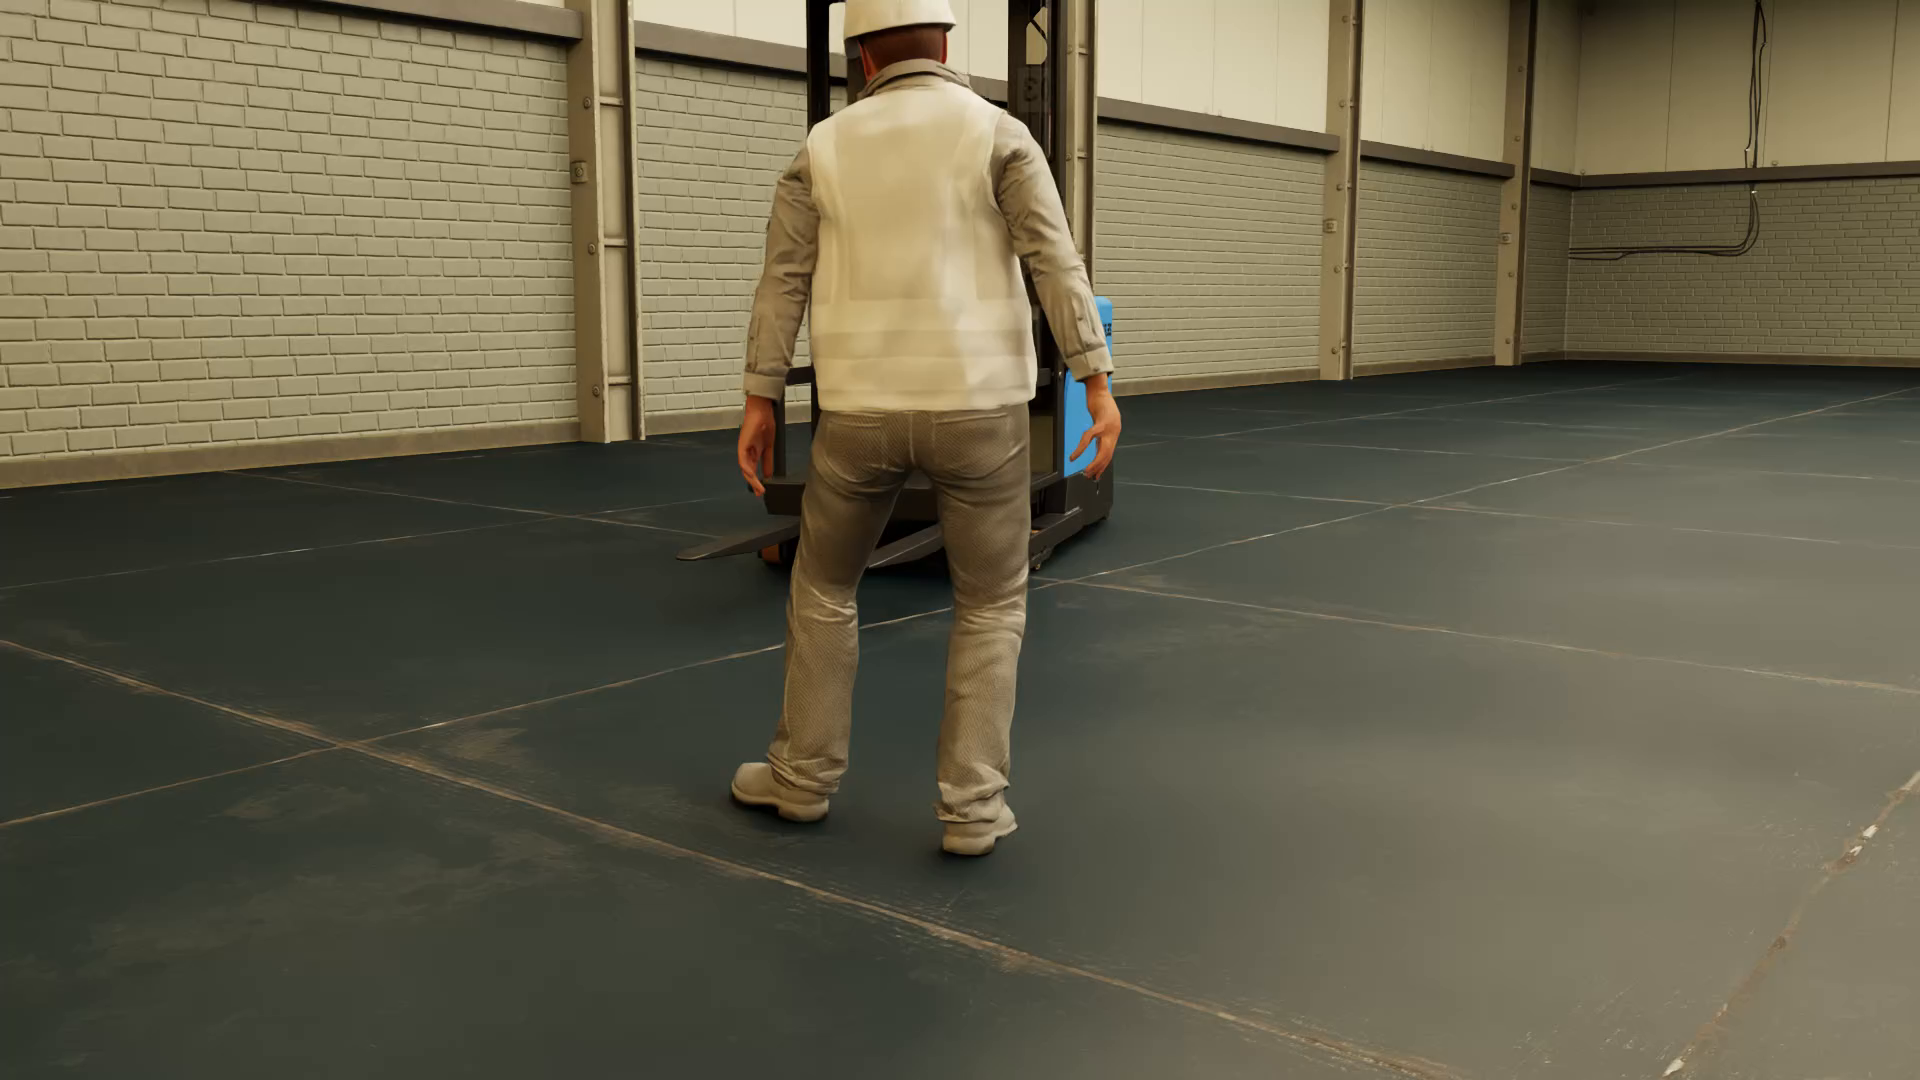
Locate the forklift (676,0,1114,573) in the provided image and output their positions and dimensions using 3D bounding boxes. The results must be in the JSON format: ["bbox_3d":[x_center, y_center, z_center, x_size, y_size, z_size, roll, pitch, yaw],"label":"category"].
[{"bbox_3d":[-0.176,-1.366,6.616,1.130,2.935,3.031,3,9,17],"label":"forklift"}]

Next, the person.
[{"bbox_3d":[-0.094,-0.270,3.330,0.861,1.743,0.467,2,9,13],"label":"person"}]
